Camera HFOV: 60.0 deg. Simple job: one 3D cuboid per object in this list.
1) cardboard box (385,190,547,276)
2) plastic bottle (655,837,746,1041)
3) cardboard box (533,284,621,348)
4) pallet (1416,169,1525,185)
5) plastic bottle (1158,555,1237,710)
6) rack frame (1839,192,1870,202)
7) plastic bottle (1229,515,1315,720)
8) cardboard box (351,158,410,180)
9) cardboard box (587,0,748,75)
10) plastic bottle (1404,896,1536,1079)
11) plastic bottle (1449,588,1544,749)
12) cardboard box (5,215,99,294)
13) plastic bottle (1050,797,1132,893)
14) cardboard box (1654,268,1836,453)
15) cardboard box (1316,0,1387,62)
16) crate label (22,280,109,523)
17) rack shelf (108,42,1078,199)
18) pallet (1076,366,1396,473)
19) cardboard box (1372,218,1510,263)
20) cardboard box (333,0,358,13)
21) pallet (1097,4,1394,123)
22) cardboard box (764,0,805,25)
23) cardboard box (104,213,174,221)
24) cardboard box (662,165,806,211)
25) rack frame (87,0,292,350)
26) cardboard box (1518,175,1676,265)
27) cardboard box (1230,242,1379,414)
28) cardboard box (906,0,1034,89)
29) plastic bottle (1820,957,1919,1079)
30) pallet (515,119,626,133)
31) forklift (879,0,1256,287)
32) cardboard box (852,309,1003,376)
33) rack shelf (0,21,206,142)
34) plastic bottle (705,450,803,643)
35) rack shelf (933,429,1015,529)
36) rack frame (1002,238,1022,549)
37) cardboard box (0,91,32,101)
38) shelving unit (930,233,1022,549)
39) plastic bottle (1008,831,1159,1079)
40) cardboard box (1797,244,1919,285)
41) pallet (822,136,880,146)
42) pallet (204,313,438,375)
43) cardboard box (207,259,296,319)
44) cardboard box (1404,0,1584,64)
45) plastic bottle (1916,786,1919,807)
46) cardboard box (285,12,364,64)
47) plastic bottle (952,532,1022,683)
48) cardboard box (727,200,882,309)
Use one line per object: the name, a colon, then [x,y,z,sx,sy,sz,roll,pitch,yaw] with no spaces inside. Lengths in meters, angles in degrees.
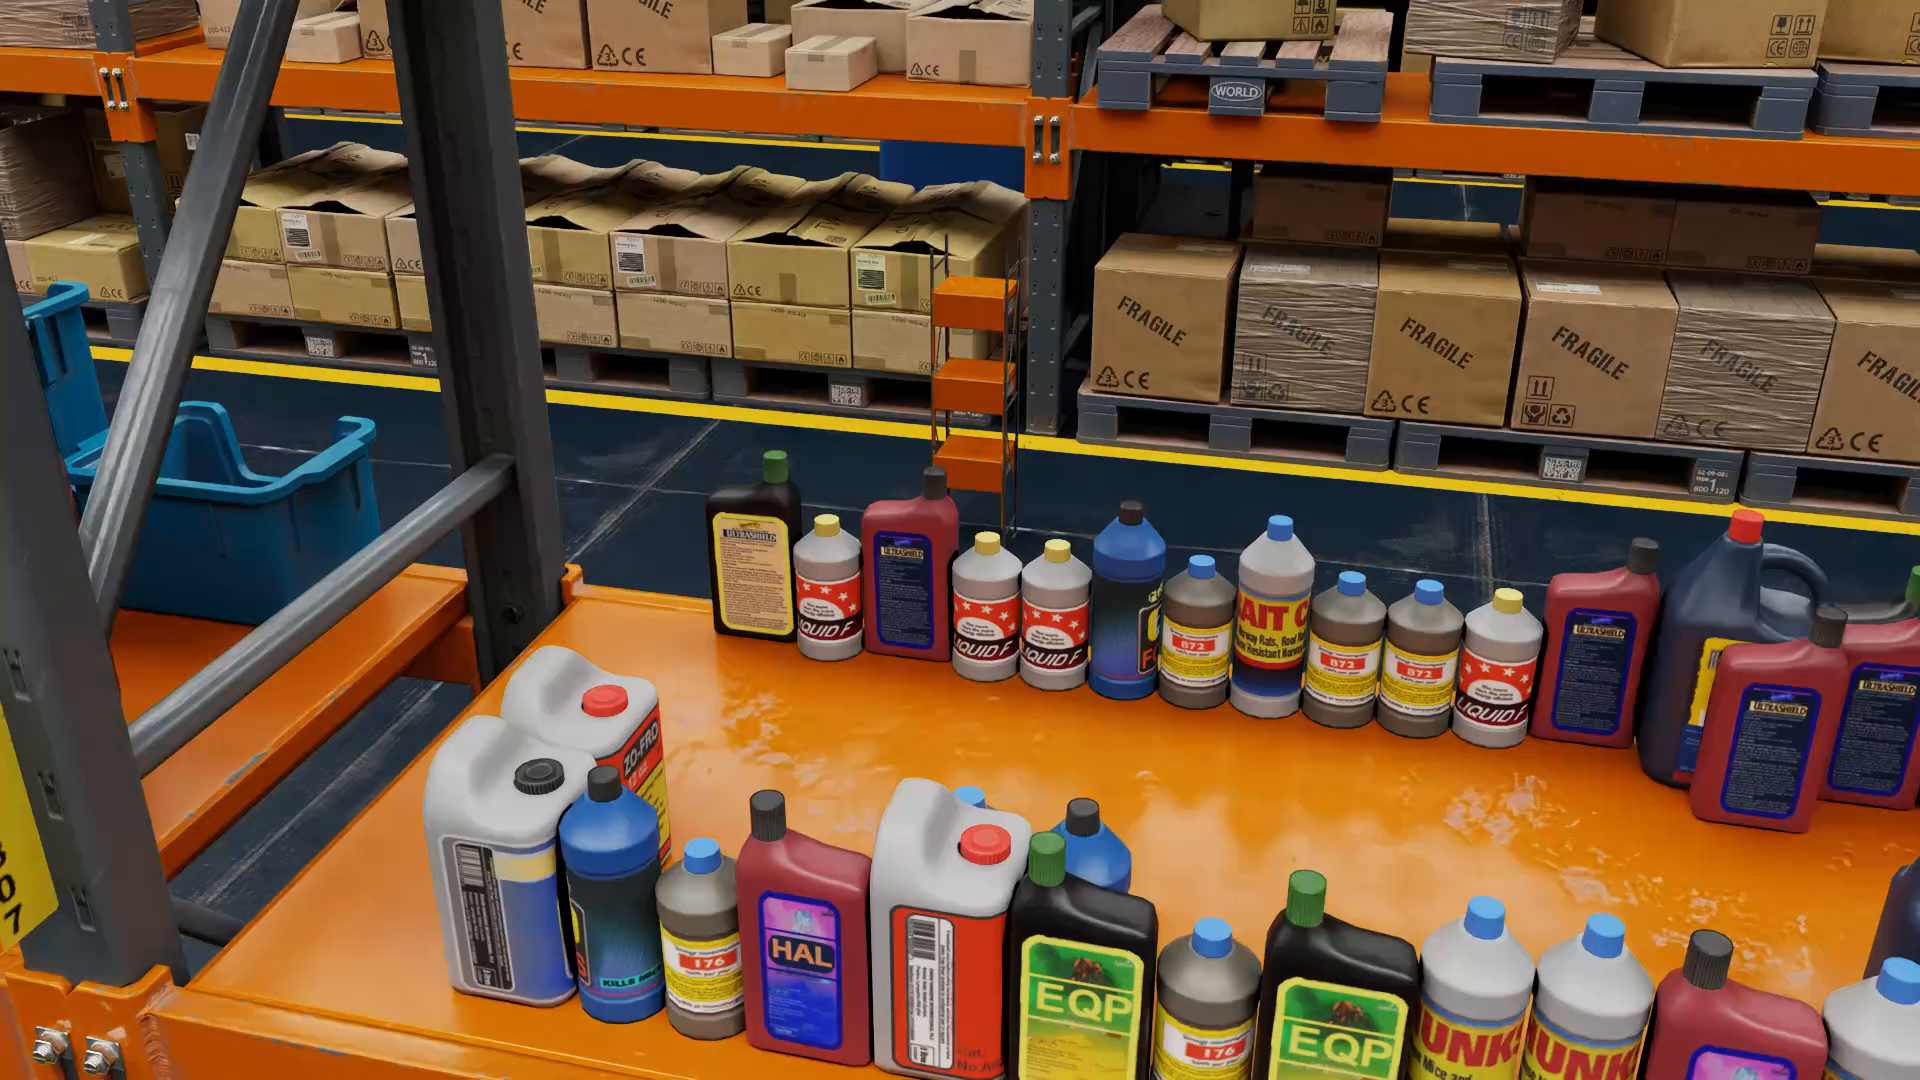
cardboard box: [-2.104,-1.346,7.146,0.500,0.311,0.500,5,26,11]
plastic bottle: [-0.253,0.391,1.669,0.097,0.201,0.097,0,25,0]
cardboard box: [-1.609,-1.041,7.157,0.500,0.250,0.500,7,26,14]
pallet: [3.599,-2.532,10.822,1.213,0.211,1.003,6,26,13]
plastic bottle: [0.321,0.118,2.244,0.097,0.201,0.097,0,25,0]
rack frame: [5.550,-3.610,9.842,0.127,3.000,1.000,6,26,13]
plastic bottle: [0.415,0.097,2.207,0.097,0.271,0.097,0,25,0]
cardboard box: [-2.459,-1.628,7.737,0.500,0.311,0.500,7,26,14]
cardboard box: [-1.183,-2.193,6.751,0.500,0.500,0.500,5,26,10]
plastic bottle: [0.454,0.438,1.490,0.097,0.271,0.097,0,25,0]
plastic bottle: [0.698,0.160,2.156,0.097,0.201,0.097,0,25,0]
cardboard box: [-4.413,-1.368,7.844,0.500,0.250,0.500,6,26,13]
plastic bottle: [0.116,0.374,1.625,0.097,0.271,0.097,0,25,0]
cardboard box: [2.809,-0.661,6.044,0.500,0.500,0.500,7,26,14]
cardboard box: [2.356,-3.123,10.833,0.750,0.750,0.750,6,26,12]
crate label: [-1.686,-0.148,2.531,0.616,0.435,0.502,6,26,13]
rack shelf: [-1.491,-1.864,7.013,4.000,0.370,1.077,6,26,13]
pallet: [1.160,-0.620,6.808,1.213,0.211,1.003,6,26,13]
cardboard box: [1.912,-0.987,6.730,0.500,0.500,0.500,5,26,11]
cardboard box: [-2.530,-2.325,7.300,0.258,0.266,0.396,6,26,12]
pallet: [1.120,-1.845,6.359,1.003,0.211,1.213,6,26,13]
cardboard box: [-1.053,-3.757,11.676,0.500,0.250,0.500,6,26,12]
cardboard box: [-3.801,-1.527,8.179,0.500,0.250,0.500,6,26,13]
cardboard box: [-0.992,-1.463,7.391,0.500,0.311,0.500,6,26,12]
rack frame: [-3.428,-2.403,7.309,0.127,3.000,1.000,6,26,13]
cardboard box: [2.458,-1.269,6.450,0.500,0.250,0.500,6,26,12]
cardboard box: [1.324,-0.824,6.387,0.500,0.500,0.500,5,26,11]
cardboard box: [0.105,-1.992,6.548,0.500,0.311,0.500,8,27,16]
plastic bottle: [0.772,0.473,1.416,0.097,0.271,0.097,0,25,0]
pallet: [-2.857,-3.264,12.361,1.213,0.211,1.003,6,26,13]
forklift: [1.160,-2.690,7.990,3.031,2.935,1.130,5,26,11]
cardboard box: [-0.124,-0.878,6.815,0.500,0.250,0.500,7,26,14]
rack shelf: [-5.365,-2.293,7.913,4.000,0.370,1.077,6,26,13]
plastic bottle: [-0.293,0.005,2.386,0.133,0.283,0.061,6,26,13]
rack shelf: [0.052,-0.208,5.636,0.240,0.259,0.215,6,26,13]
rack frame: [0.170,-0.455,5.485,0.008,1.050,0.200,6,26,13]
cardboard box: [-4.767,-1.977,8.251,0.500,0.500,0.500,6,26,13]
shelving unit: [0.052,-0.468,5.512,0.252,1.050,0.215,6,26,13]
plastic bottle: [0.114,0.403,1.550,0.133,0.283,0.061,6,26,13]
cardboard box: [3.393,-0.823,6.384,0.500,0.500,0.500,7,26,14]
pallet: [-0.258,-2.995,11.794,1.213,0.211,1.003,6,26,13]
pallet: [-2.704,-1.082,7.776,1.213,0.211,1.003,6,26,13]
cardboard box: [-3.099,-1.205,7.502,0.500,0.250,0.500,6,26,12]
cardboard box: [1.922,-2.012,5.882,0.500,0.500,0.700,11,28,23]
plastic bottle: [1.266,0.165,1.970,0.185,0.351,0.144,6,26,13]
cardboard box: [-2.620,-2.110,6.985,0.250,0.149,0.380,6,26,13]
plastic bottle: [0.038,0.087,2.309,0.097,0.201,0.097,0,25,0]
cardboard box: [-0.627,-1.183,6.803,0.500,0.311,0.500,6,26,12]
